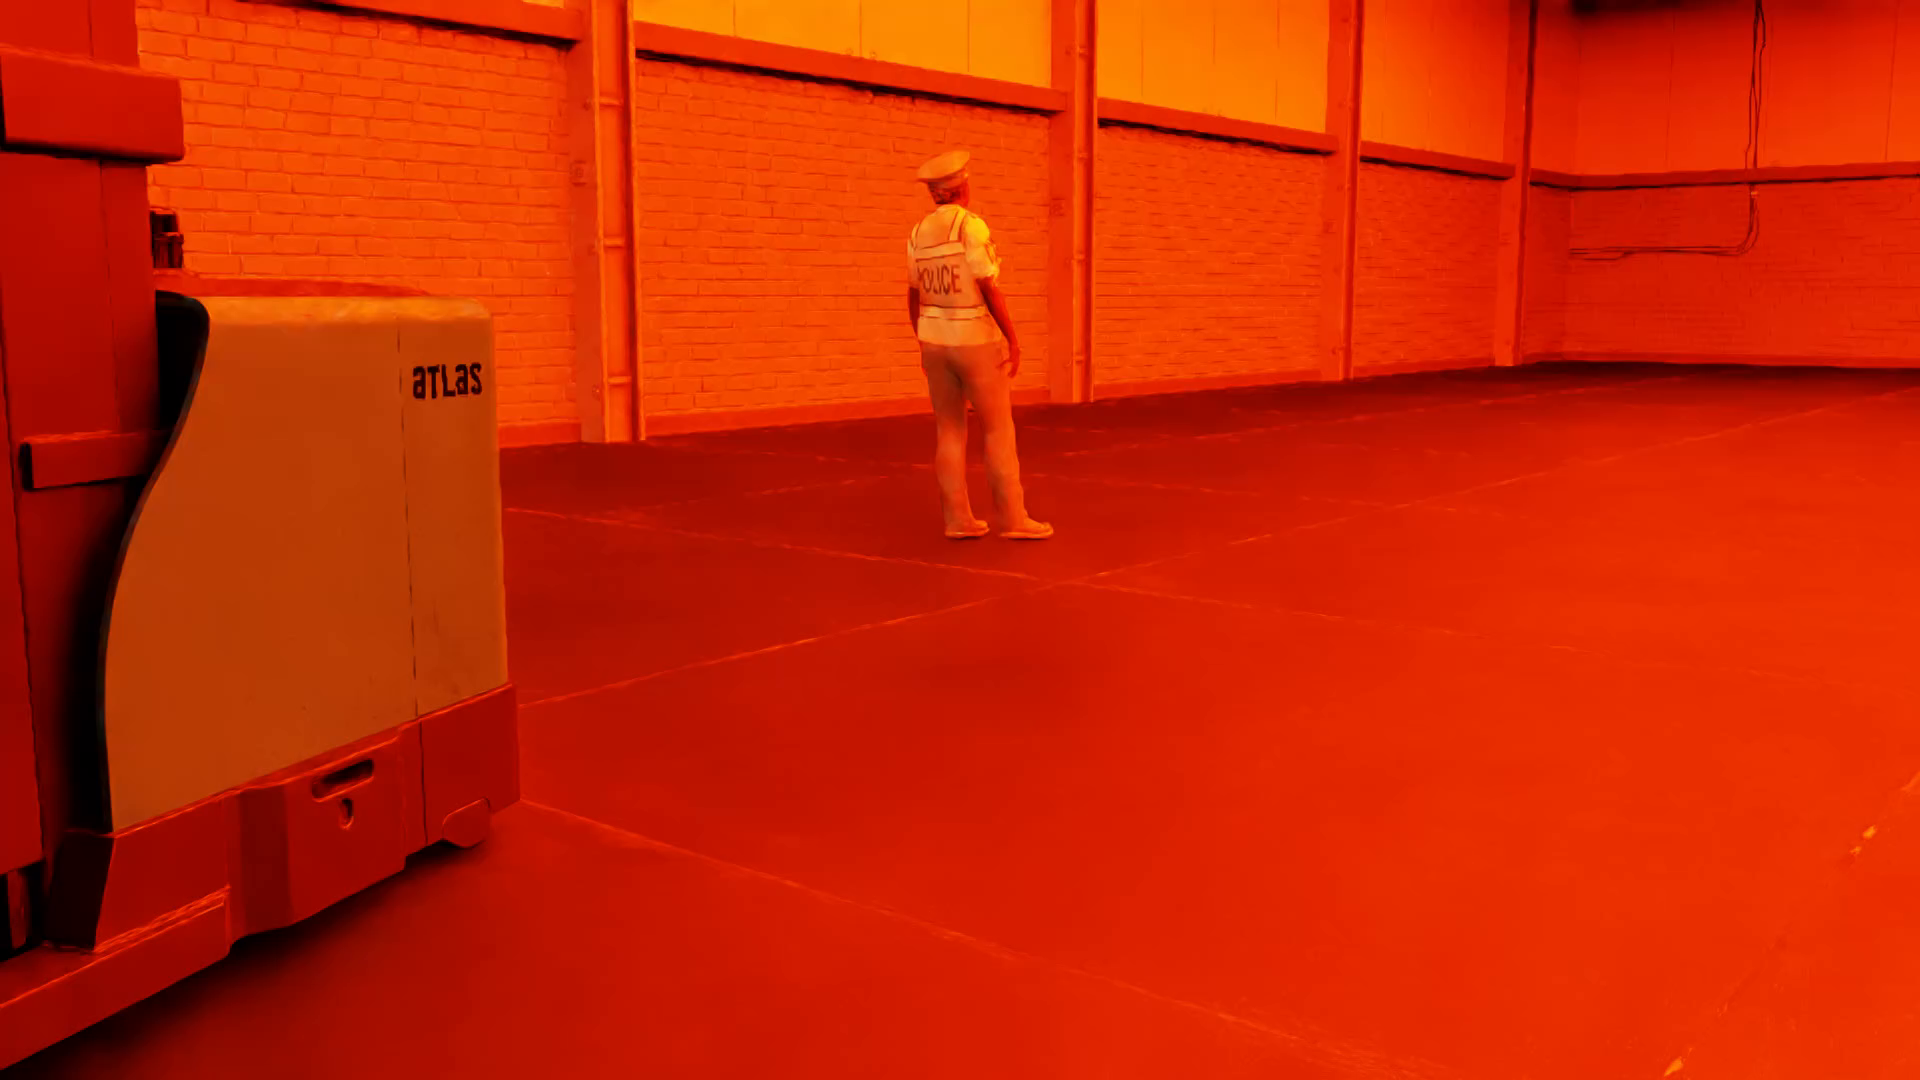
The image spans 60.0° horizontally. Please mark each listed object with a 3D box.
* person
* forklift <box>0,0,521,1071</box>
[{"bbox_3d":[0.062,-0.853,7.327,0.570,1.695,0.529,7,11,38],"label":"person"},{"bbox_3d":[-1.846,-0.684,1.958,1.130,2.935,3.031,3,9,19],"label":"forklift"}]
